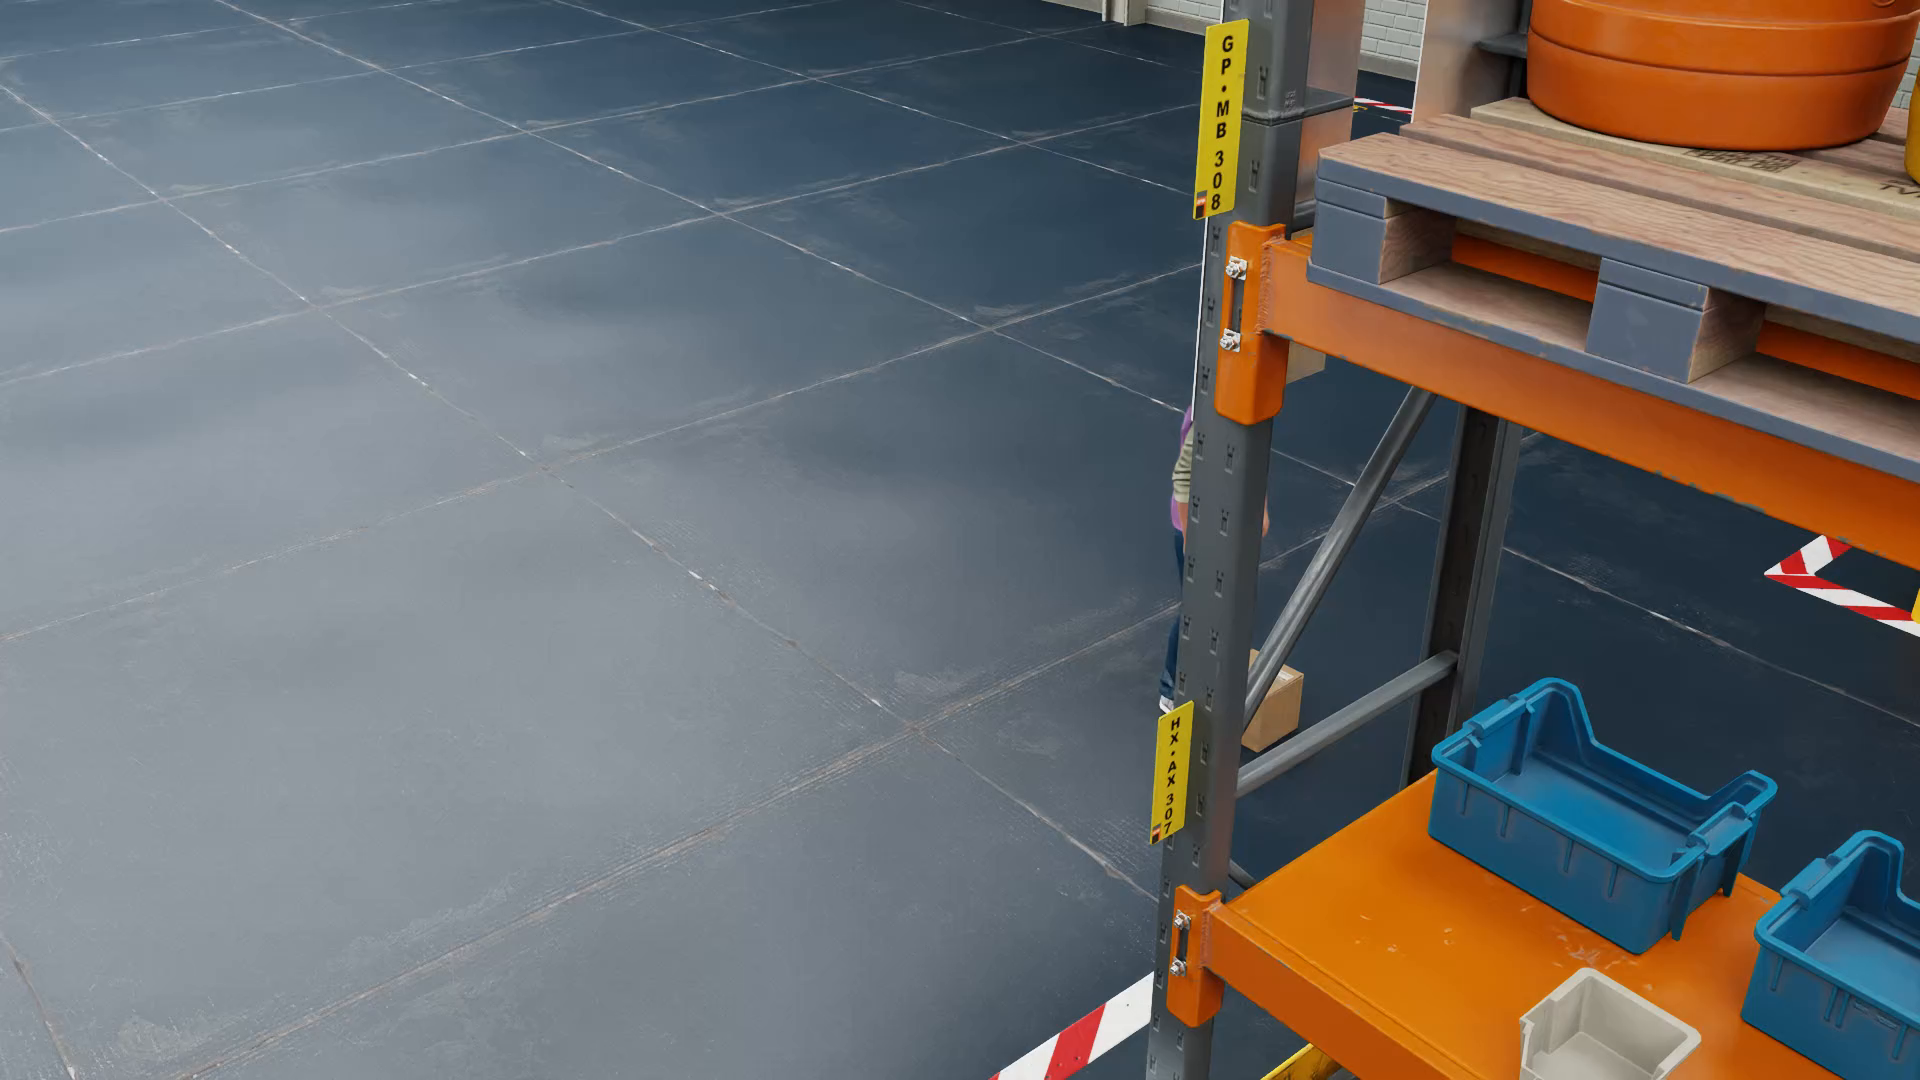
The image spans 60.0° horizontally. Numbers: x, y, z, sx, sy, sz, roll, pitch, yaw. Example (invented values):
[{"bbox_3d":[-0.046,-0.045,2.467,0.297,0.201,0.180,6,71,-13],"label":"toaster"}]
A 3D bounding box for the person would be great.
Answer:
[{"bbox_3d":[0.975,-0.055,6.236,0.462,1.593,0.343,-22,35,-34],"label":"person"}]
